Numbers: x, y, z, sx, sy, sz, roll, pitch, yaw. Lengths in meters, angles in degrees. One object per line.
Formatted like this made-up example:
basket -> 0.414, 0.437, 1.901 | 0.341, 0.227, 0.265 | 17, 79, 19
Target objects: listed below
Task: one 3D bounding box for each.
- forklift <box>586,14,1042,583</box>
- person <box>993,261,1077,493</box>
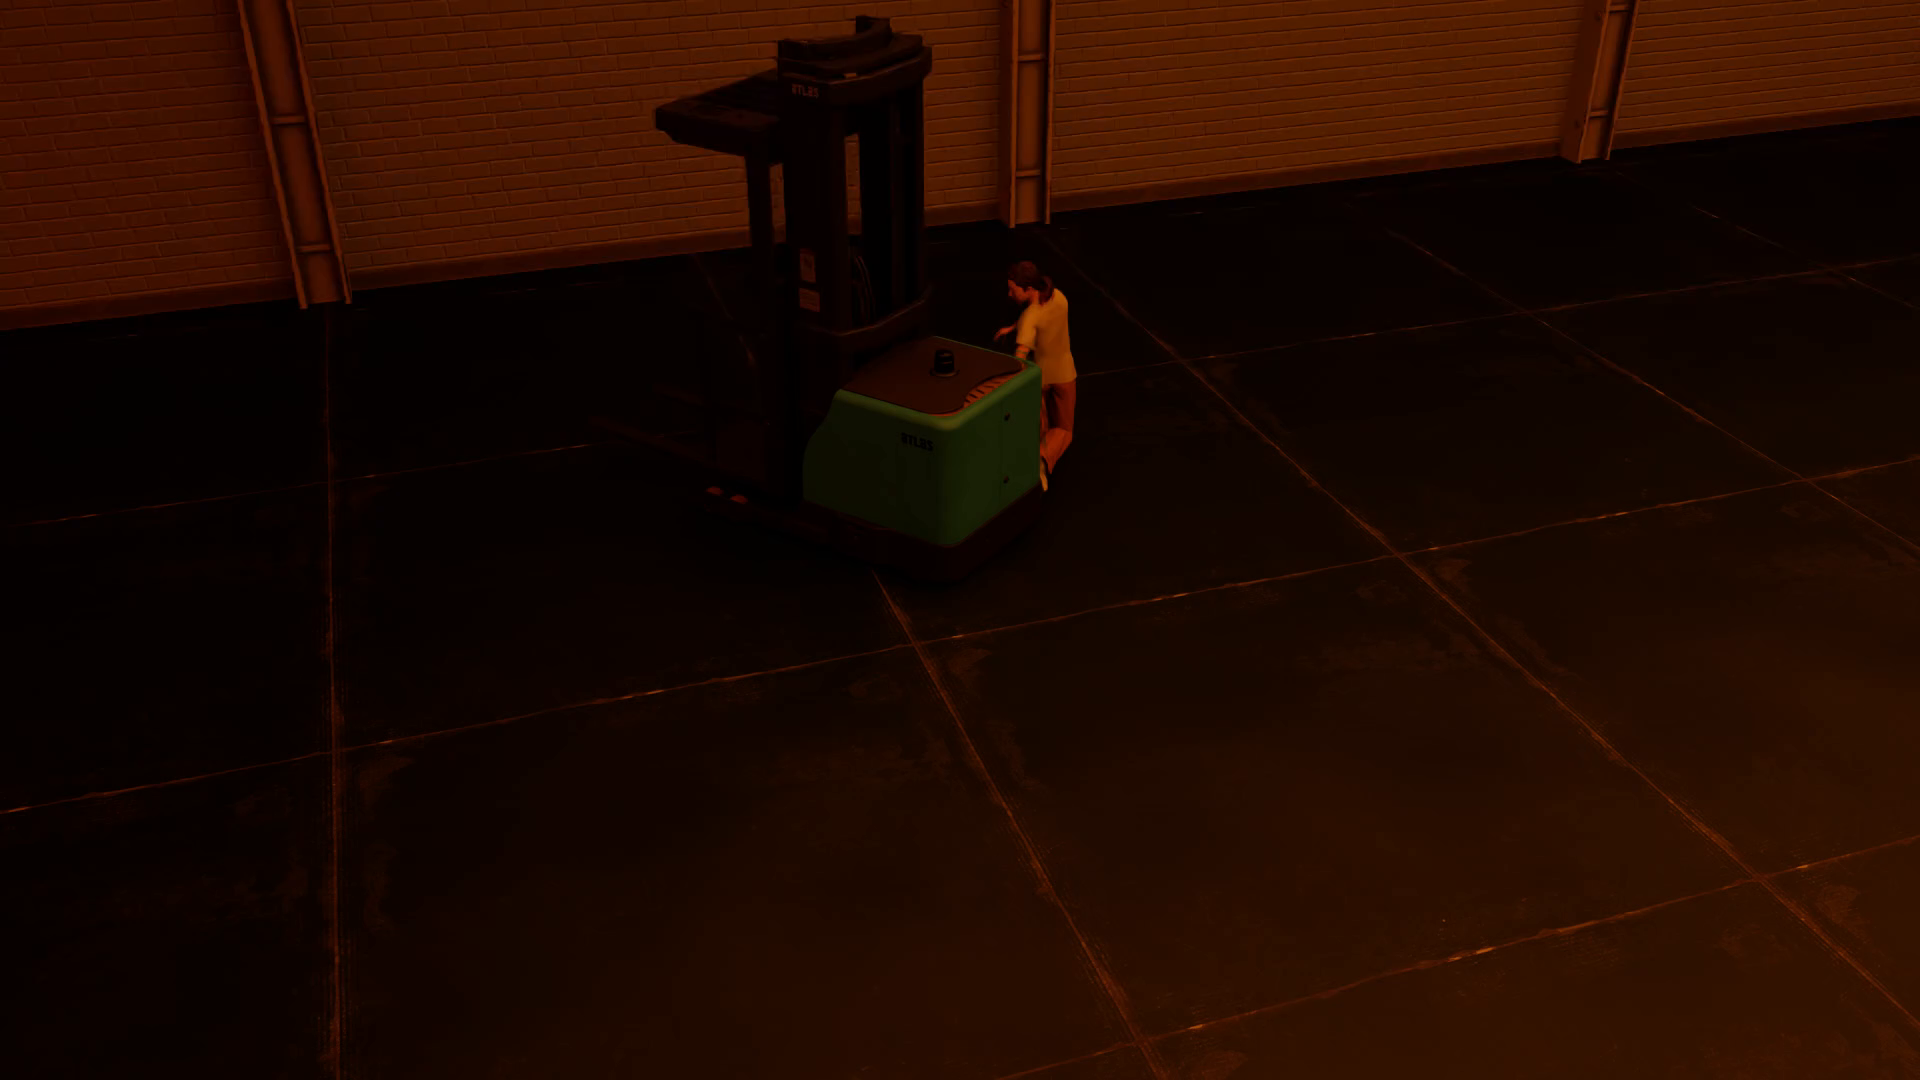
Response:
forklift -> -1.018, -1.579, 9.831 | 3.031, 2.935, 1.130 | 18, 35, 29
person -> 0.464, -1.038, 10.439 | 0.564, 1.453, 0.867 | -4, 30, -7
